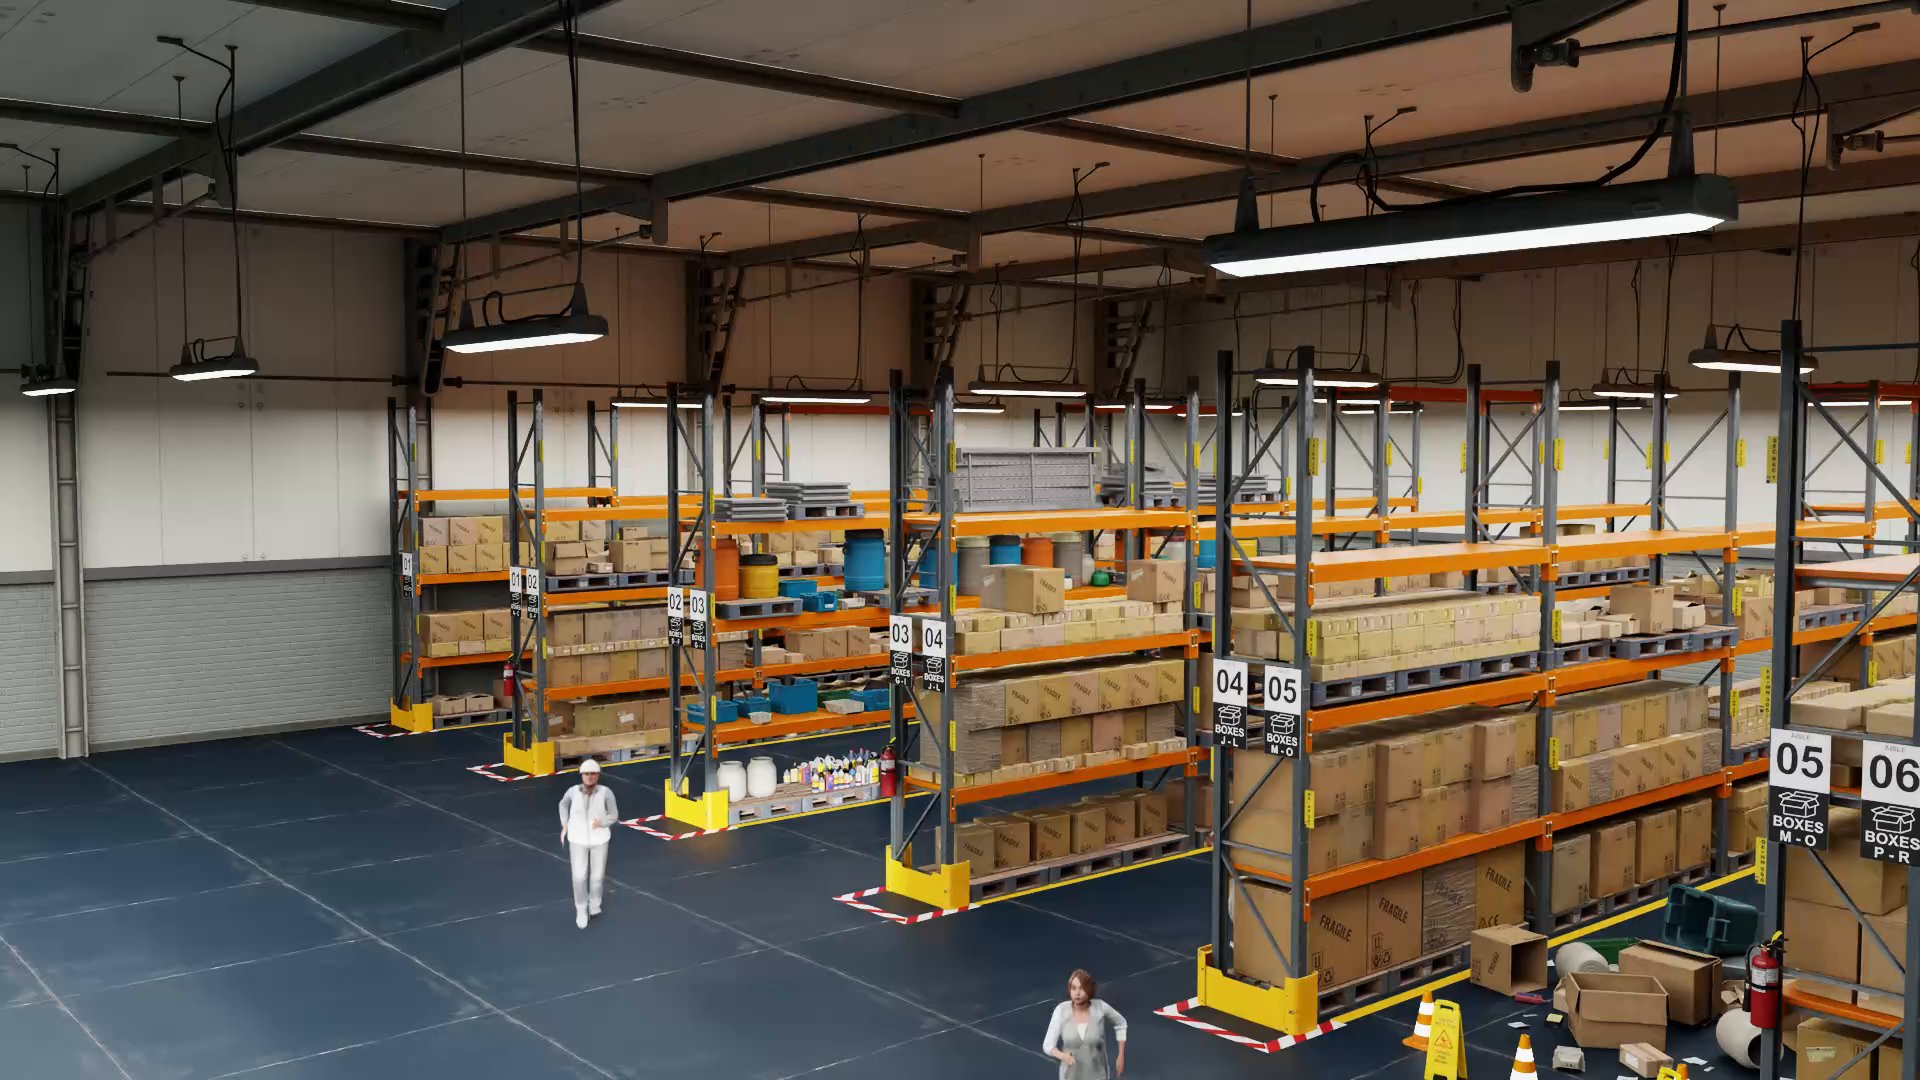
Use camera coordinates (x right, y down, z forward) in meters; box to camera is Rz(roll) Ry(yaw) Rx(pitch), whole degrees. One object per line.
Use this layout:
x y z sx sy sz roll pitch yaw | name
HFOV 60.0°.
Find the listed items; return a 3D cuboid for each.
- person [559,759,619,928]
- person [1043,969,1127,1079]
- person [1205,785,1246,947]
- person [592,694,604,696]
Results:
-3.973 3.243 17.818 0.621 1.798 0.811 -1 3 -13 | person
0.854 3.701 11.337 0.548 1.628 0.851 1 3 11 | person
2.791 3.305 16.819 0.682 1.768 0.693 -3 5 -45 | person
-6.300 2.609 29.233 0.613 1.692 0.901 3 4 39 | person
